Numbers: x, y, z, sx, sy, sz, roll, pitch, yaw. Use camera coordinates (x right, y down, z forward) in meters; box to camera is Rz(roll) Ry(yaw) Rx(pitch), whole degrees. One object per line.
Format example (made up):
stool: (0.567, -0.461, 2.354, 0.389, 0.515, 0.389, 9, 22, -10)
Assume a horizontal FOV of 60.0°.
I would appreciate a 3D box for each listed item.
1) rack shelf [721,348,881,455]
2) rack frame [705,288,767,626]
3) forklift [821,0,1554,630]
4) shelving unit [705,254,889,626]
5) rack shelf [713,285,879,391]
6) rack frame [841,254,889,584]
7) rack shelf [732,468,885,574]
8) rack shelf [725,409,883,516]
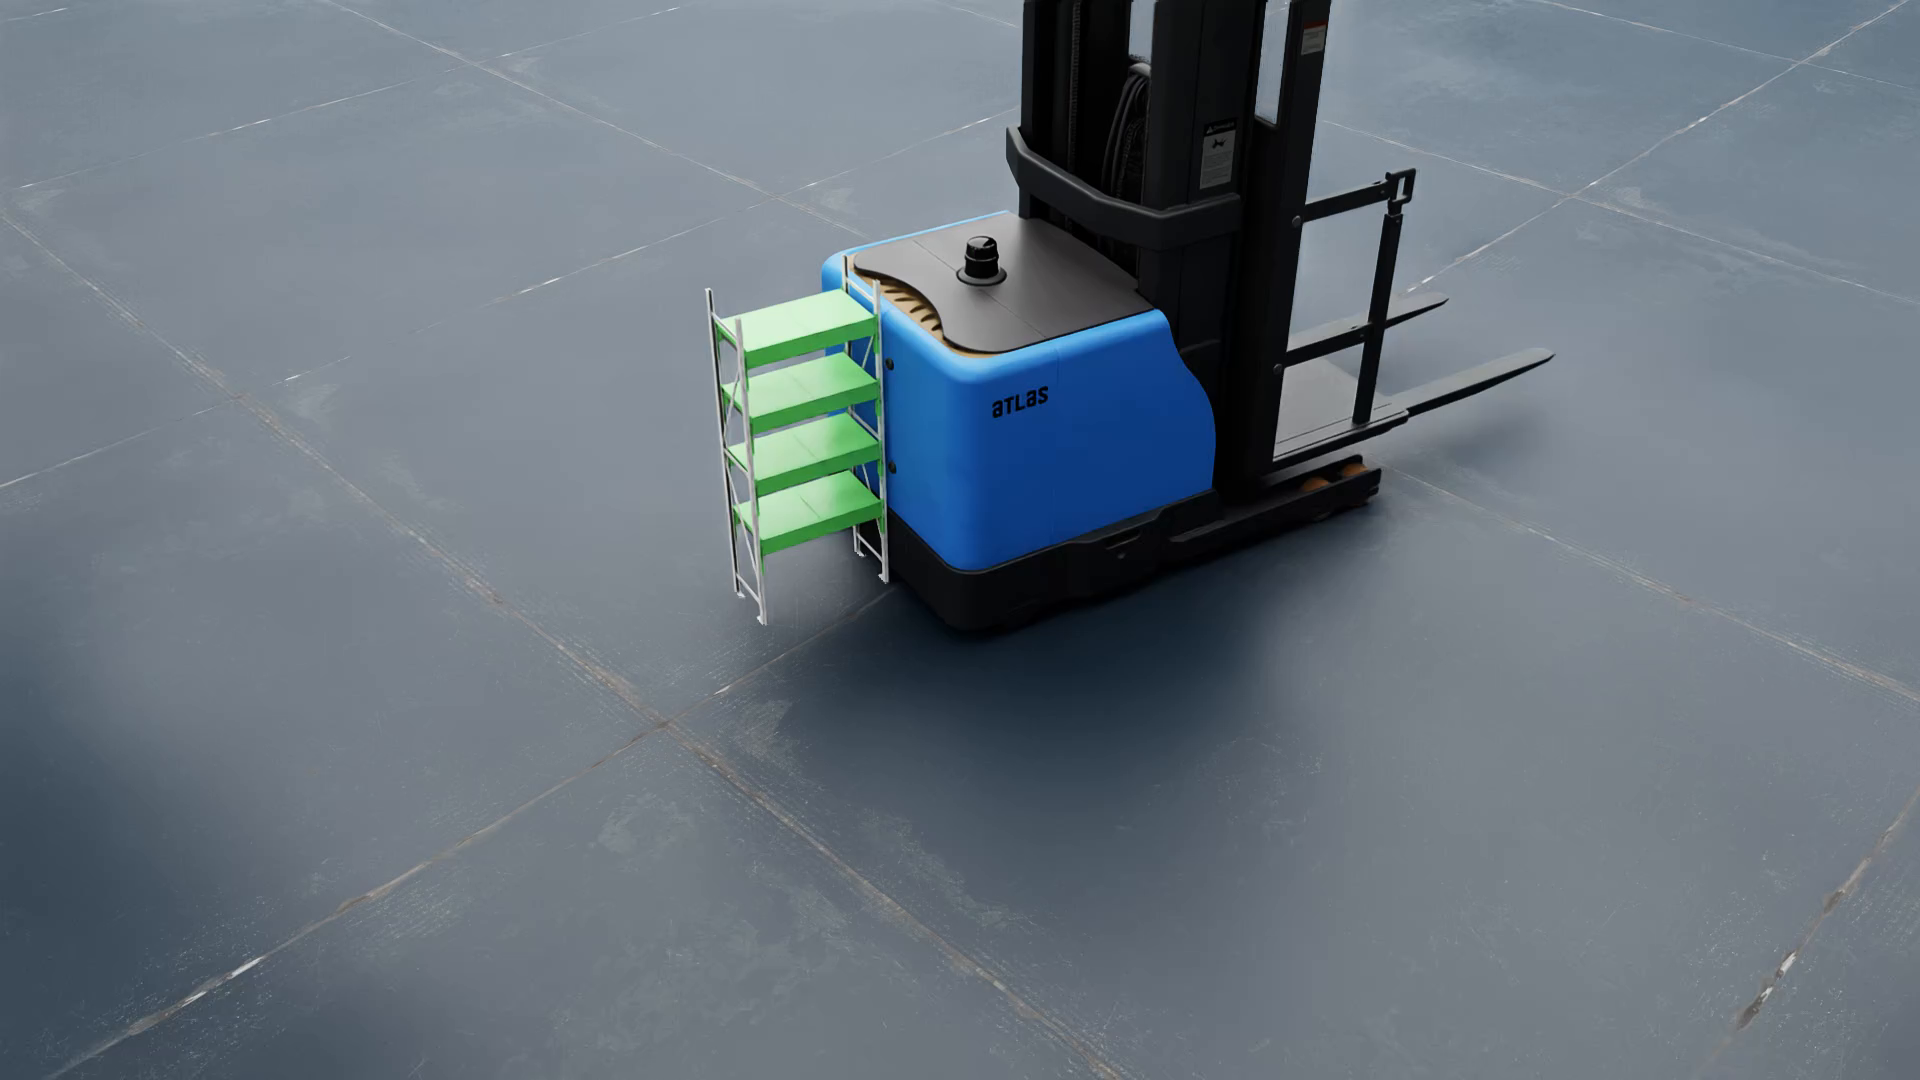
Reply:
rack shelf: (-0.534, -0.467, 5.563, 0.480, 0.148, 0.258, -19, 39, -25)
rack frame: (-0.743, -0.251, 5.560, 0.015, 1.200, 0.240, -19, 39, -25)
forklift: (1.028, -1.516, 5.861, 3.031, 2.935, 1.130, -19, 39, -25)
shelving unit: (-0.534, -0.323, 5.664, 0.503, 1.200, 0.258, -19, 39, -25)
rack shelf: (-0.534, -0.664, 5.426, 0.480, 0.148, 0.258, -19, 39, -25)
rack frame: (-0.326, -0.395, 5.767, 0.015, 1.200, 0.240, -19, 39, -25)
rack shelf: (-0.534, -0.073, 5.838, 0.480, 0.148, 0.258, -19, 39, -25)
rack shelf: (-0.534, -0.270, 5.700, 0.480, 0.148, 0.258, -19, 39, -25)
